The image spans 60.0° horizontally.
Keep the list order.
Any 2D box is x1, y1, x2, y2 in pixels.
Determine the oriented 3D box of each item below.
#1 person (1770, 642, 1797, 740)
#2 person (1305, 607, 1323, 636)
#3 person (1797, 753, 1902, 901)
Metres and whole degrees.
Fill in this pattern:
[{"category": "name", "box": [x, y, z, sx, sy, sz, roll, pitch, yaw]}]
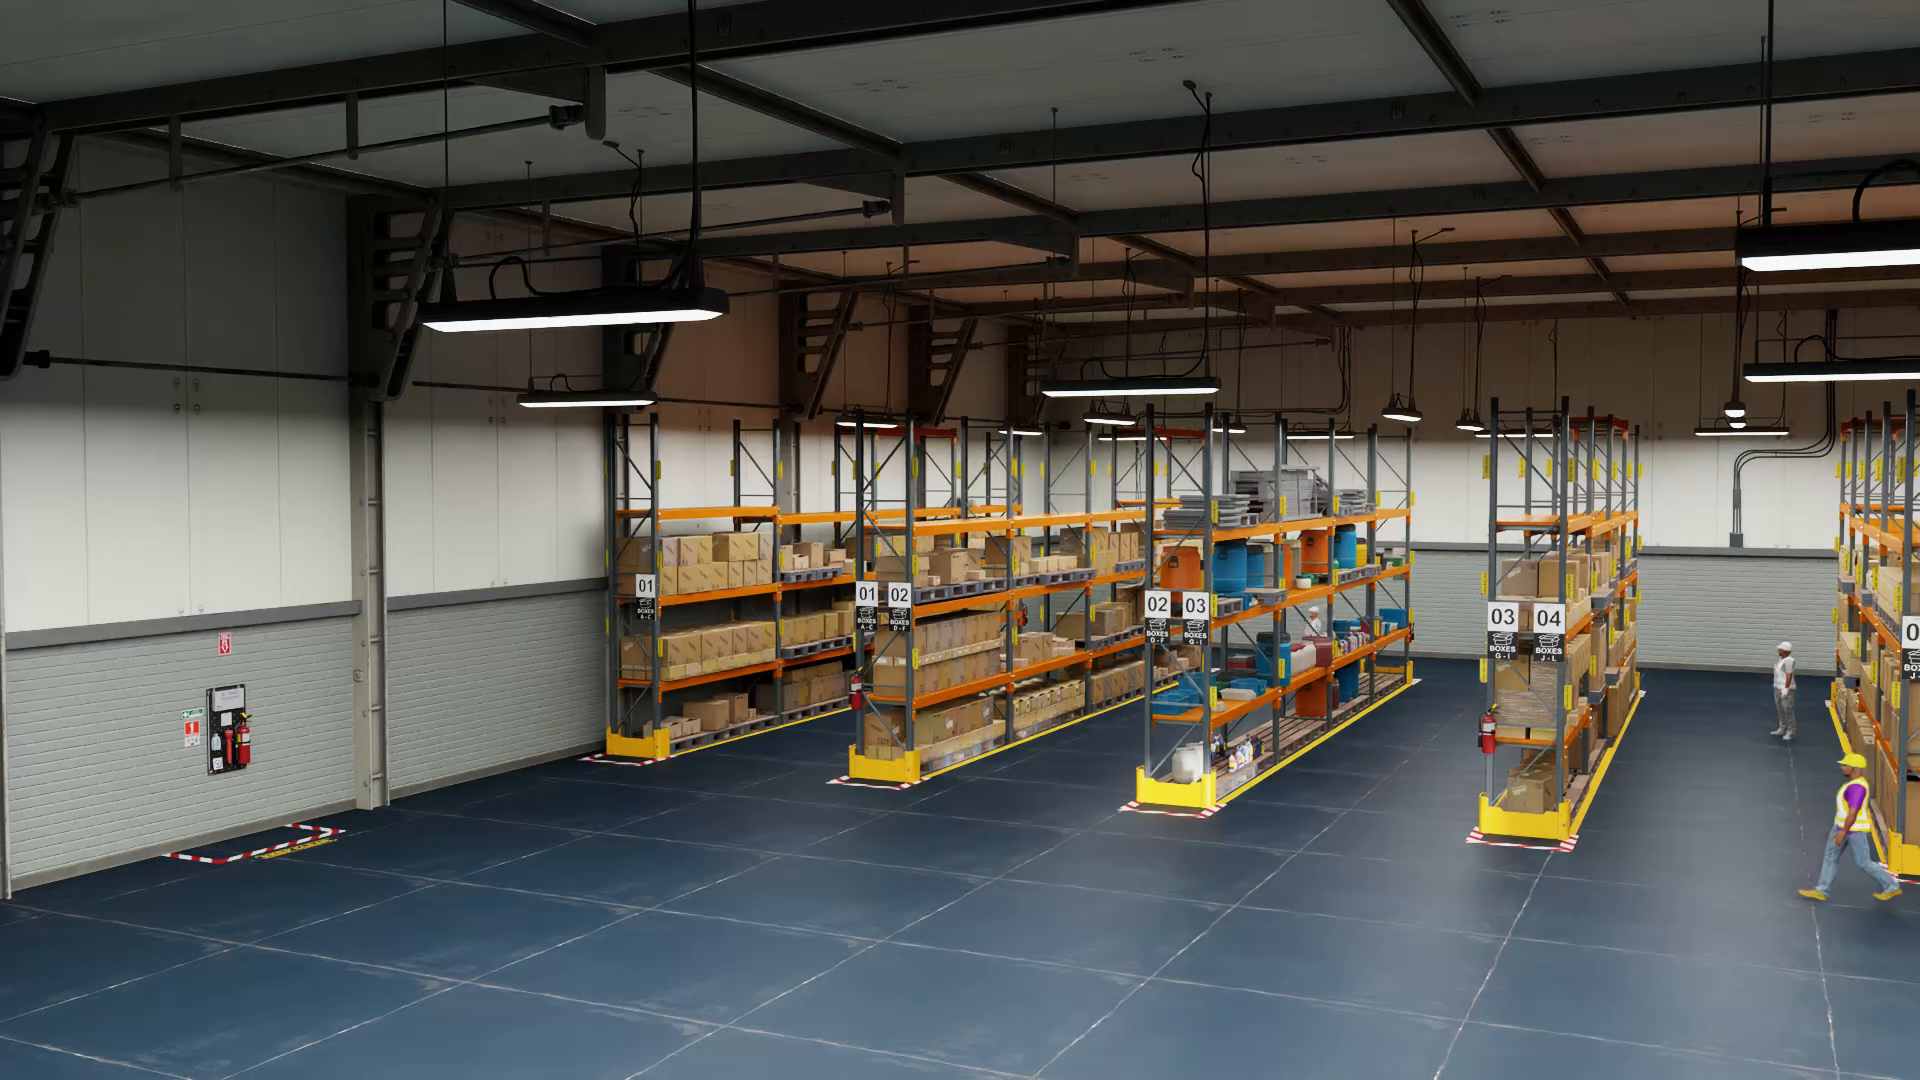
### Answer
[{"category": "person", "box": [15.446, 2.808, 31.151, 0.398, 1.816, 0.567, 0, 2, -5]}, {"category": "person", "box": [8.394, 2.465, 39.626, 0.564, 1.748, 0.971, 2, 3, 41]}, {"category": "person", "box": [10.286, 3.331, 19.153, 1.027, 1.737, 0.515, 0, 2, 2]}]
